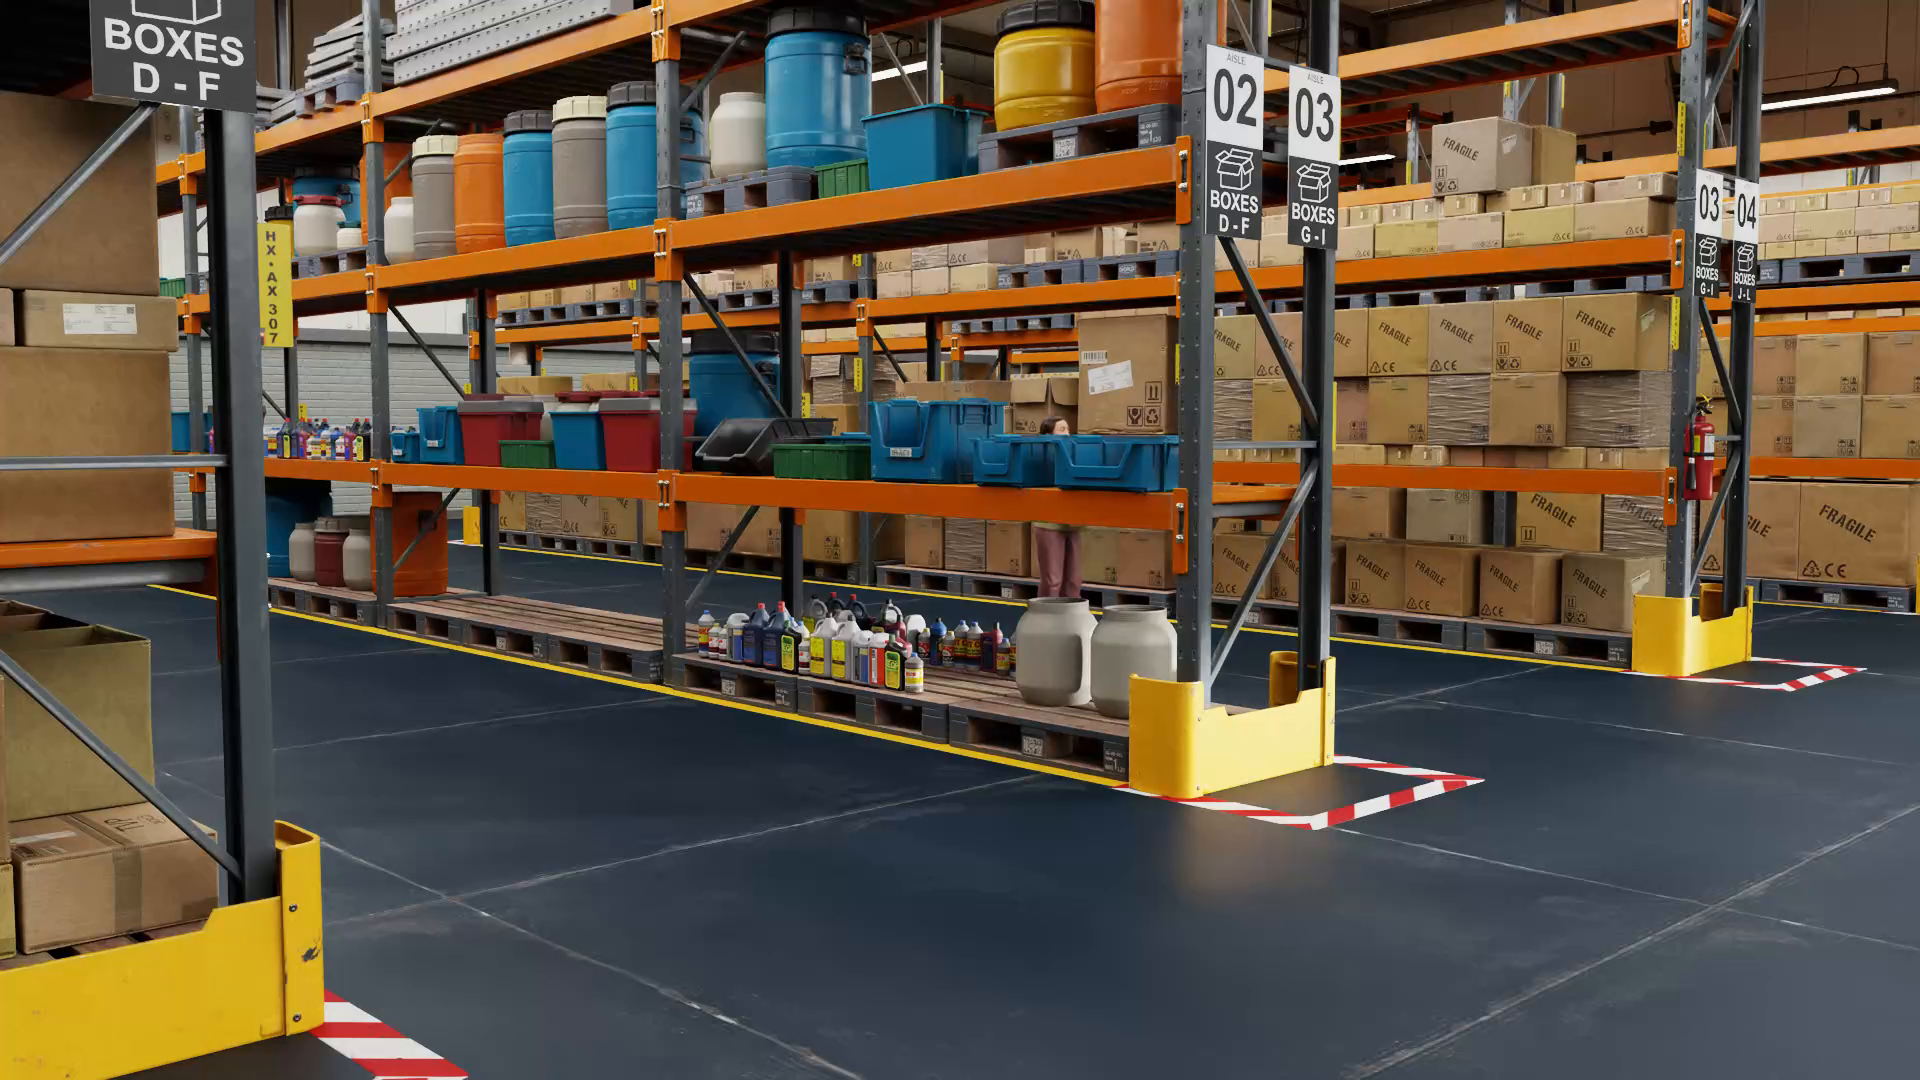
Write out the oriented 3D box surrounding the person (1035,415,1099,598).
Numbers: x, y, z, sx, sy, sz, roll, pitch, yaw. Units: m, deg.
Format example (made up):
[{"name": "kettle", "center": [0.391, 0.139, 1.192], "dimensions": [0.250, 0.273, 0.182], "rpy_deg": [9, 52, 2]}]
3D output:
[{"name": "person", "center": [0.758, -0.056, 11.839], "dimensions": [0.434, 1.669, 0.548], "rpy_deg": [-4, 5, -42]}]
